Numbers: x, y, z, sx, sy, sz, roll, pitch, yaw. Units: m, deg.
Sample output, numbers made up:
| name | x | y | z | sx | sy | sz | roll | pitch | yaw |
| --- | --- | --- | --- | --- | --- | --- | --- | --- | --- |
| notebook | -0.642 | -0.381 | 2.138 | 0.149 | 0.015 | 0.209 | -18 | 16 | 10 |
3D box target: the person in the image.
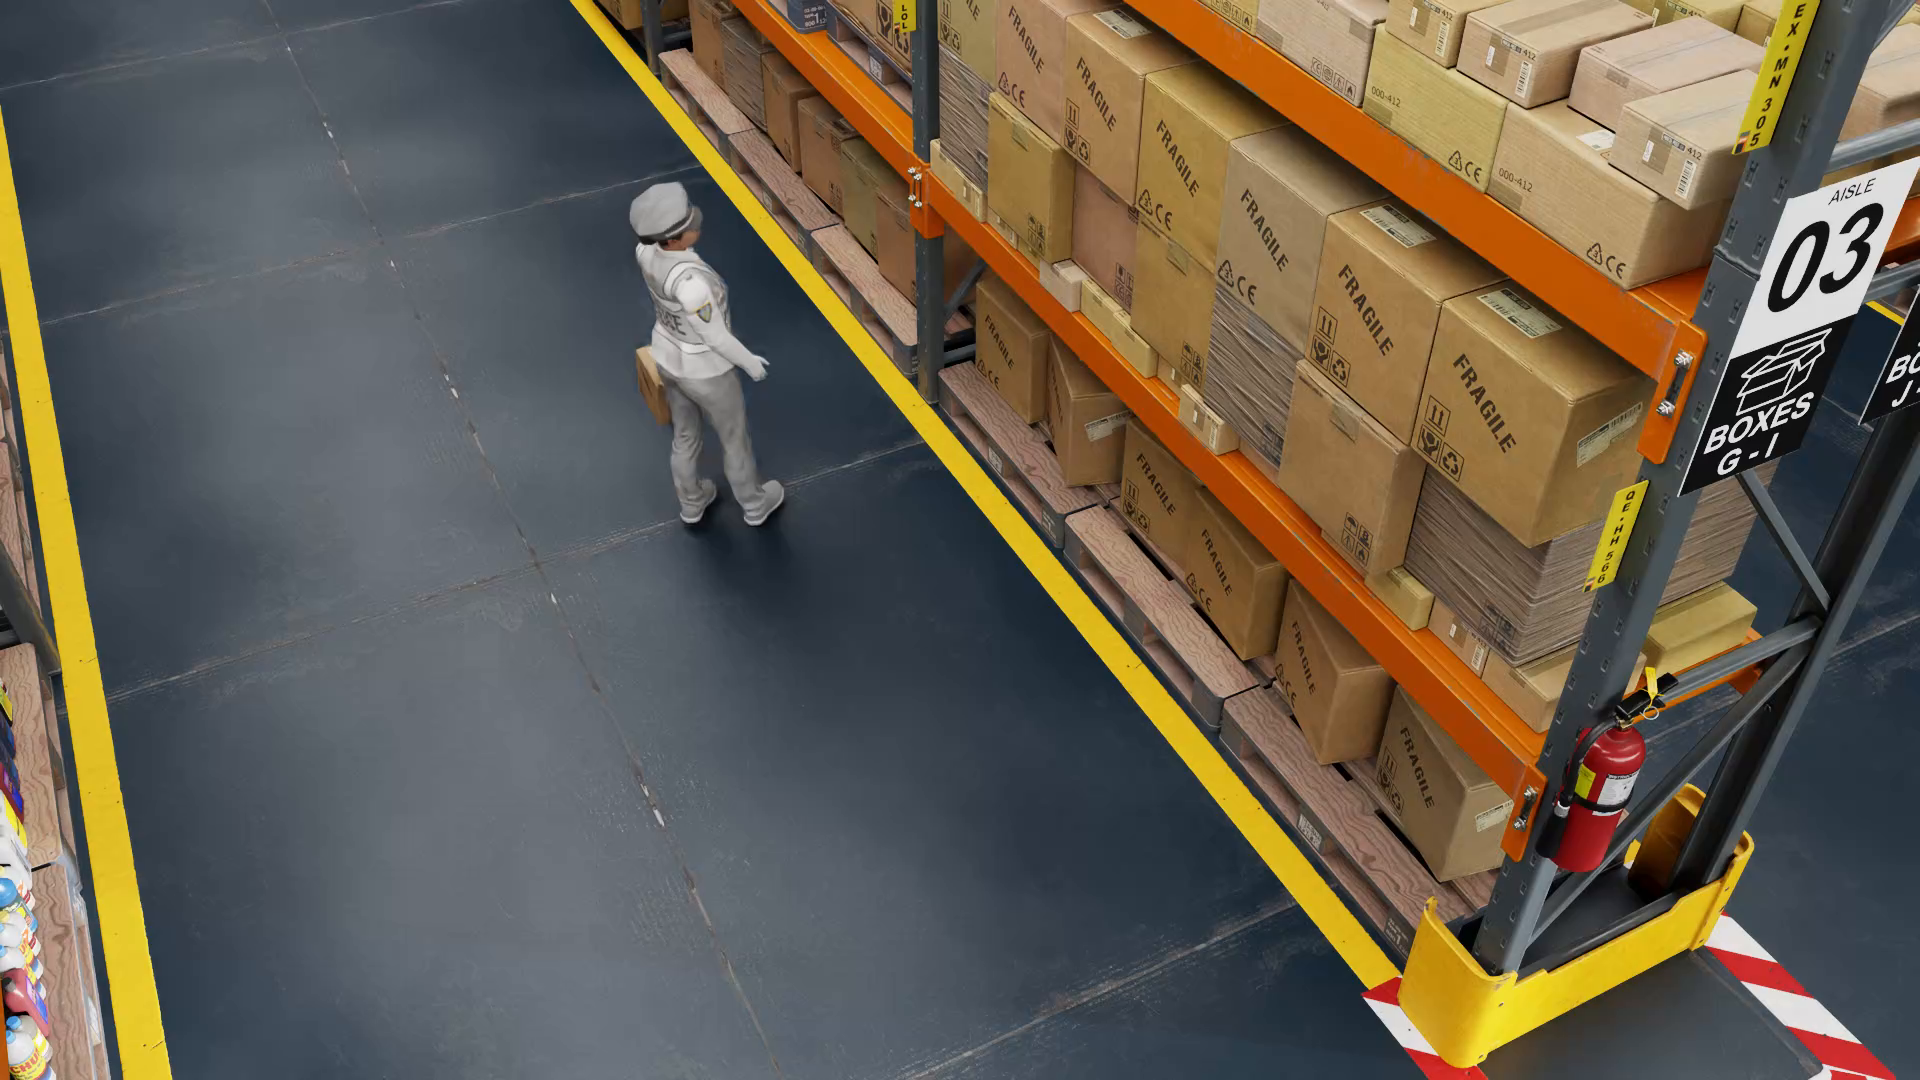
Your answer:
| name | x | y | z | sx | sy | sz | roll | pitch | yaw |
| --- | --- | --- | --- | --- | --- | --- | --- | --- | --- |
| person | -1.068 | -0.767 | 6.981 | 0.533 | 1.694 | 0.501 | -32 | 51 | -31 |
